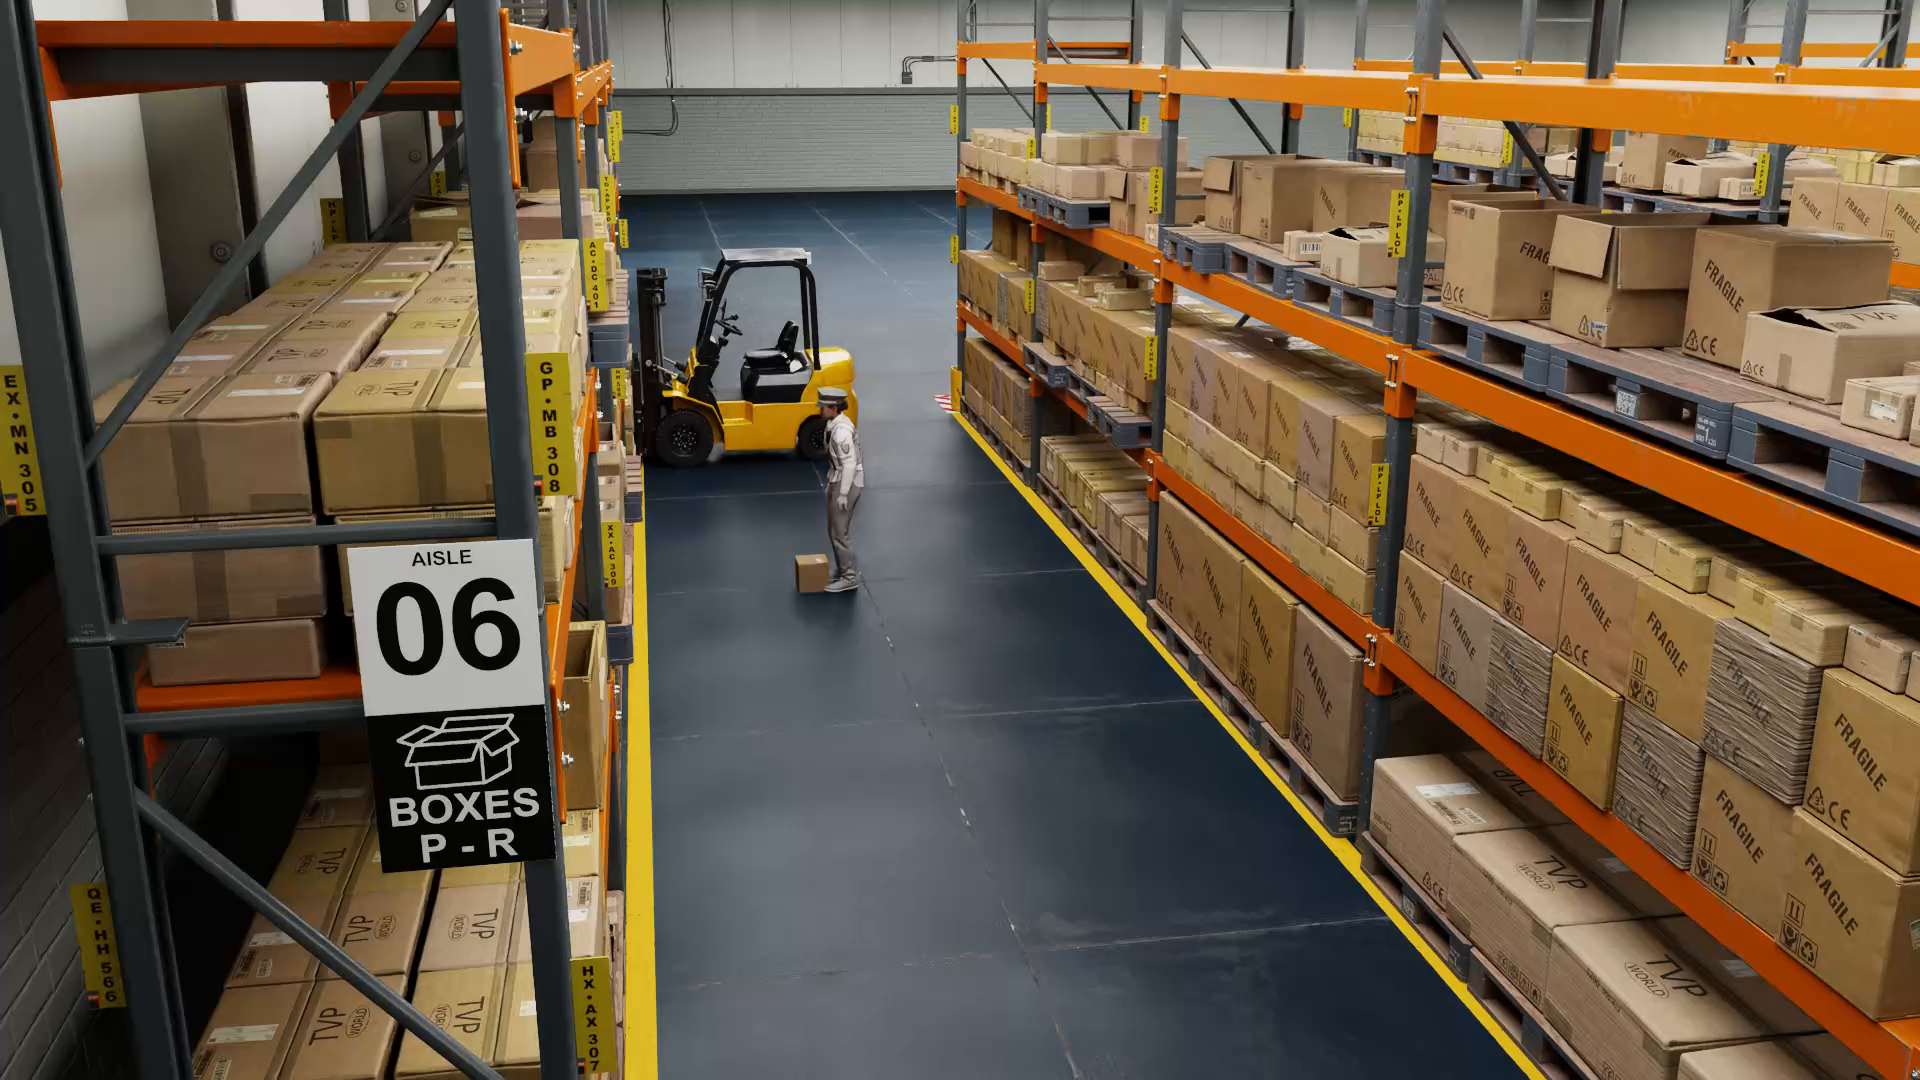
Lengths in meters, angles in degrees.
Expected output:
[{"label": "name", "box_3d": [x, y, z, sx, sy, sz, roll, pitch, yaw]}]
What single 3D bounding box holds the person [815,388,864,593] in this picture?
[{"label": "person", "box_3d": [-0.970, -0.416, 13.438, 0.375, 1.662, 0.531, -4, 17, -13]}]
